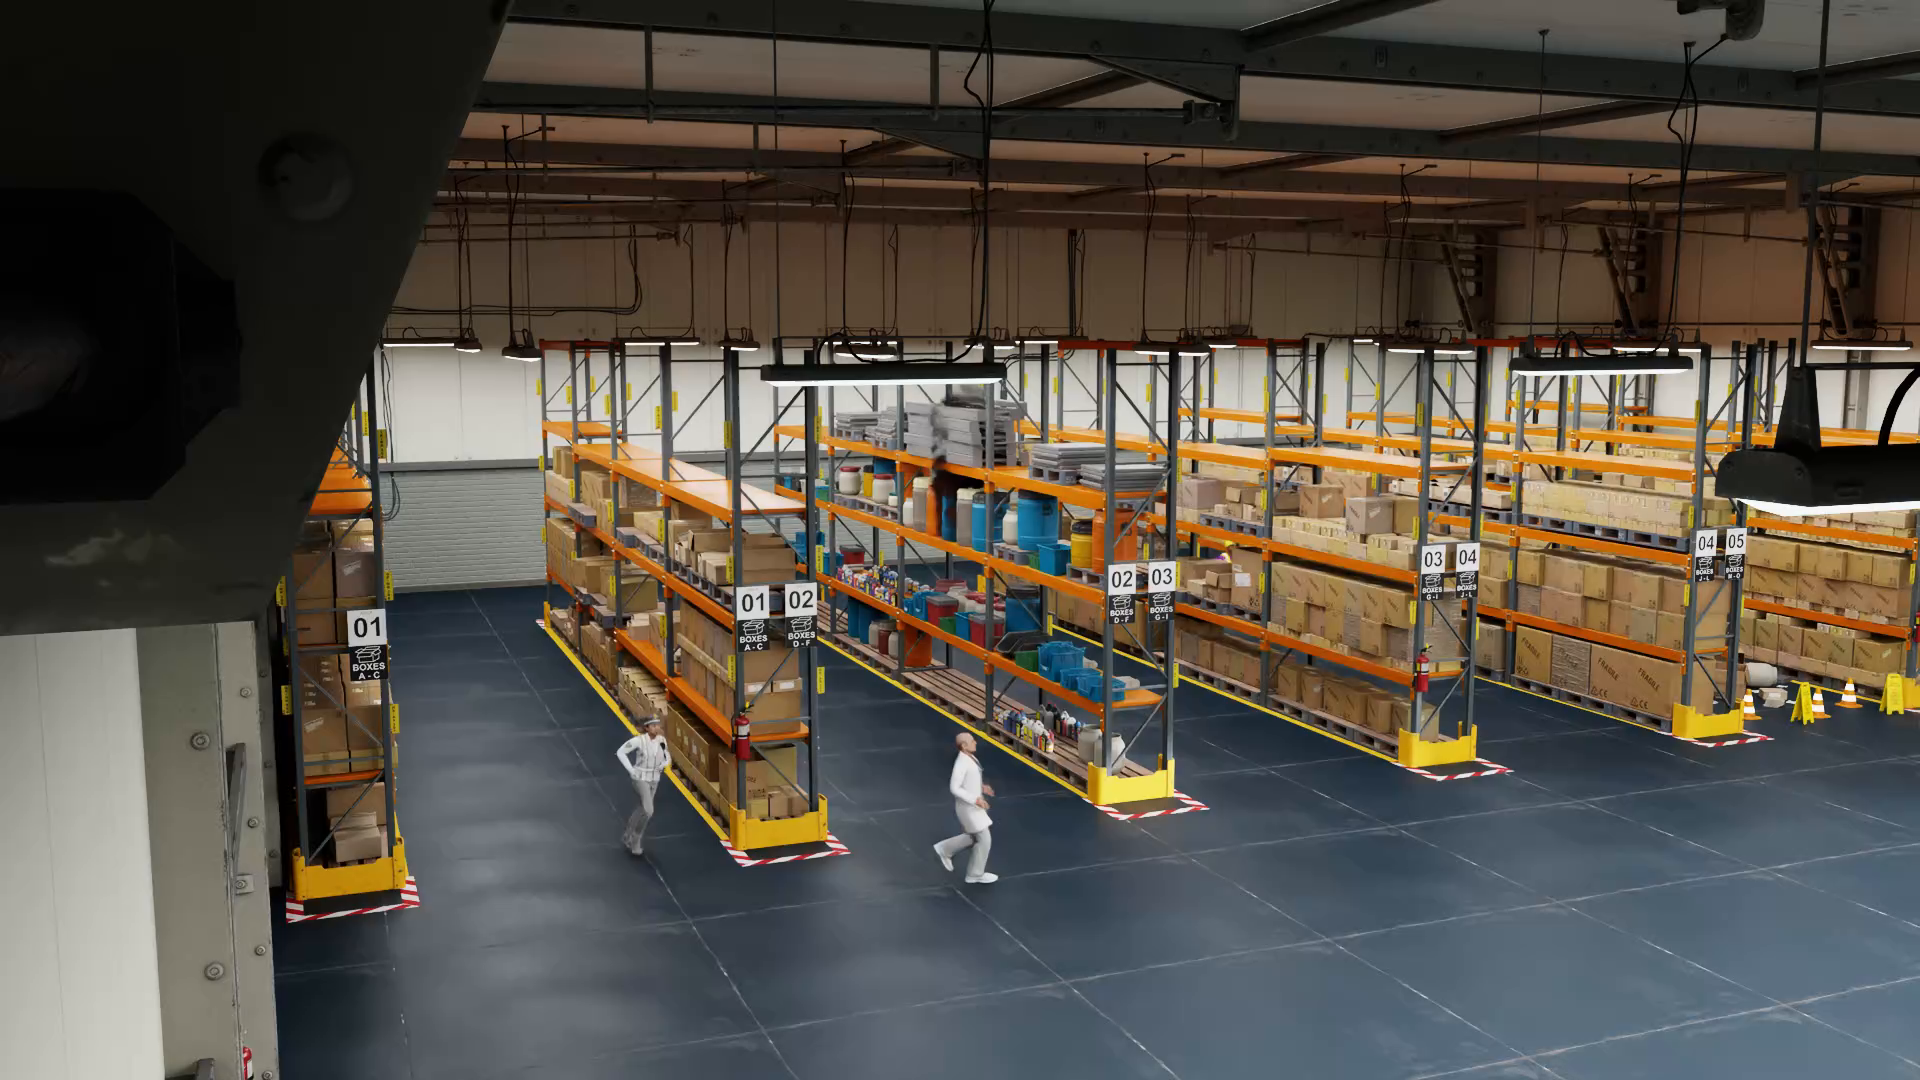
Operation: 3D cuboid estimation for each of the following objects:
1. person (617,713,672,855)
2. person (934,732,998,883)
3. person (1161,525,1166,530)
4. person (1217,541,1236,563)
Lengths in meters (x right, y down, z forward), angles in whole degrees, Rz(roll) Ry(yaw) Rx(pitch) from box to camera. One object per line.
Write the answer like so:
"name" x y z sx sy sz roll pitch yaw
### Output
"person" -3.771 2.926 20.041 0.626 1.721 0.602 6 10 40
"person" 0.060 3.030 18.848 0.746 1.729 0.712 1 7 5
"person" 5.365 0.002 41.895 0.634 1.830 0.713 7 10 43
"person" 5.788 0.855 35.585 0.696 1.718 0.605 -4 8 -26
